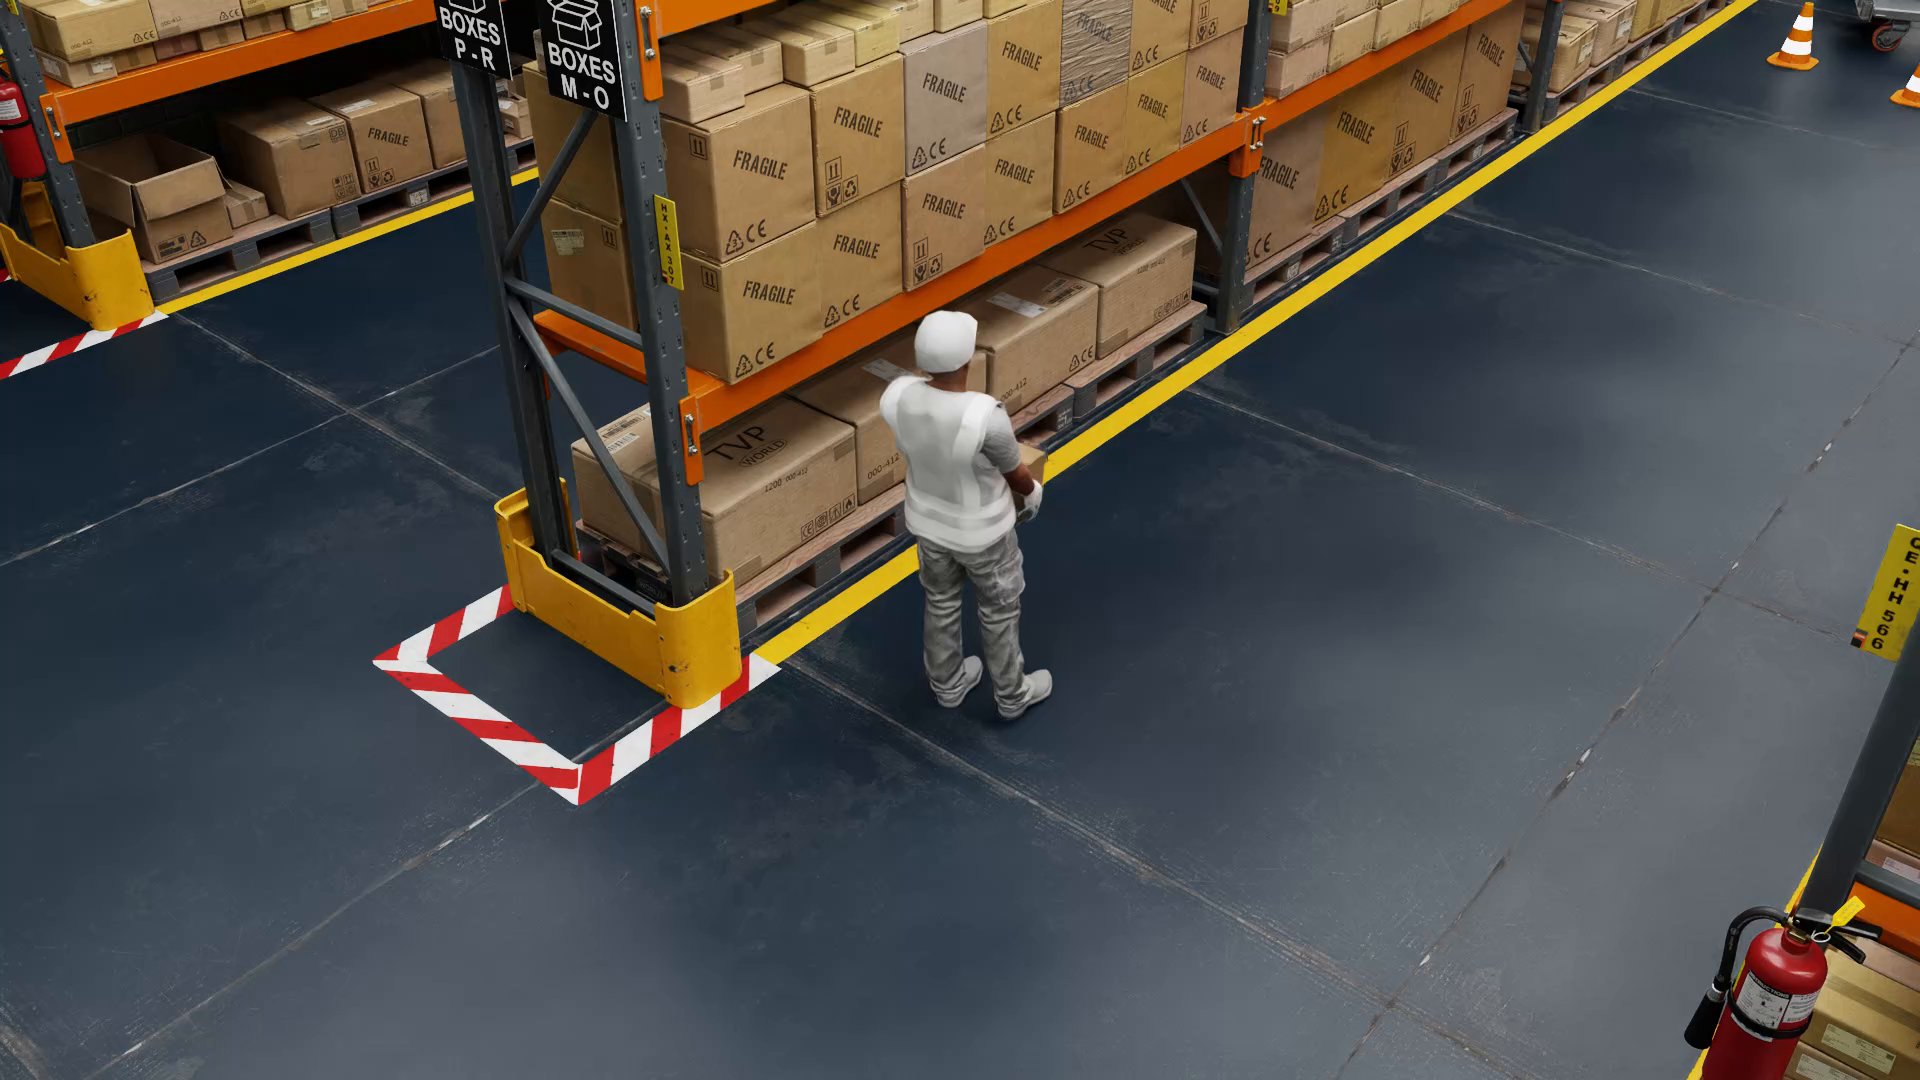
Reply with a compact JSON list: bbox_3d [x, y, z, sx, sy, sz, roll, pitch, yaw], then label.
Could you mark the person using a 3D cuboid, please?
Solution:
[{"bbox_3d":[0.048,-0.100,6.261,0.585,1.784,0.561,20,39,26],"label":"person"}]
